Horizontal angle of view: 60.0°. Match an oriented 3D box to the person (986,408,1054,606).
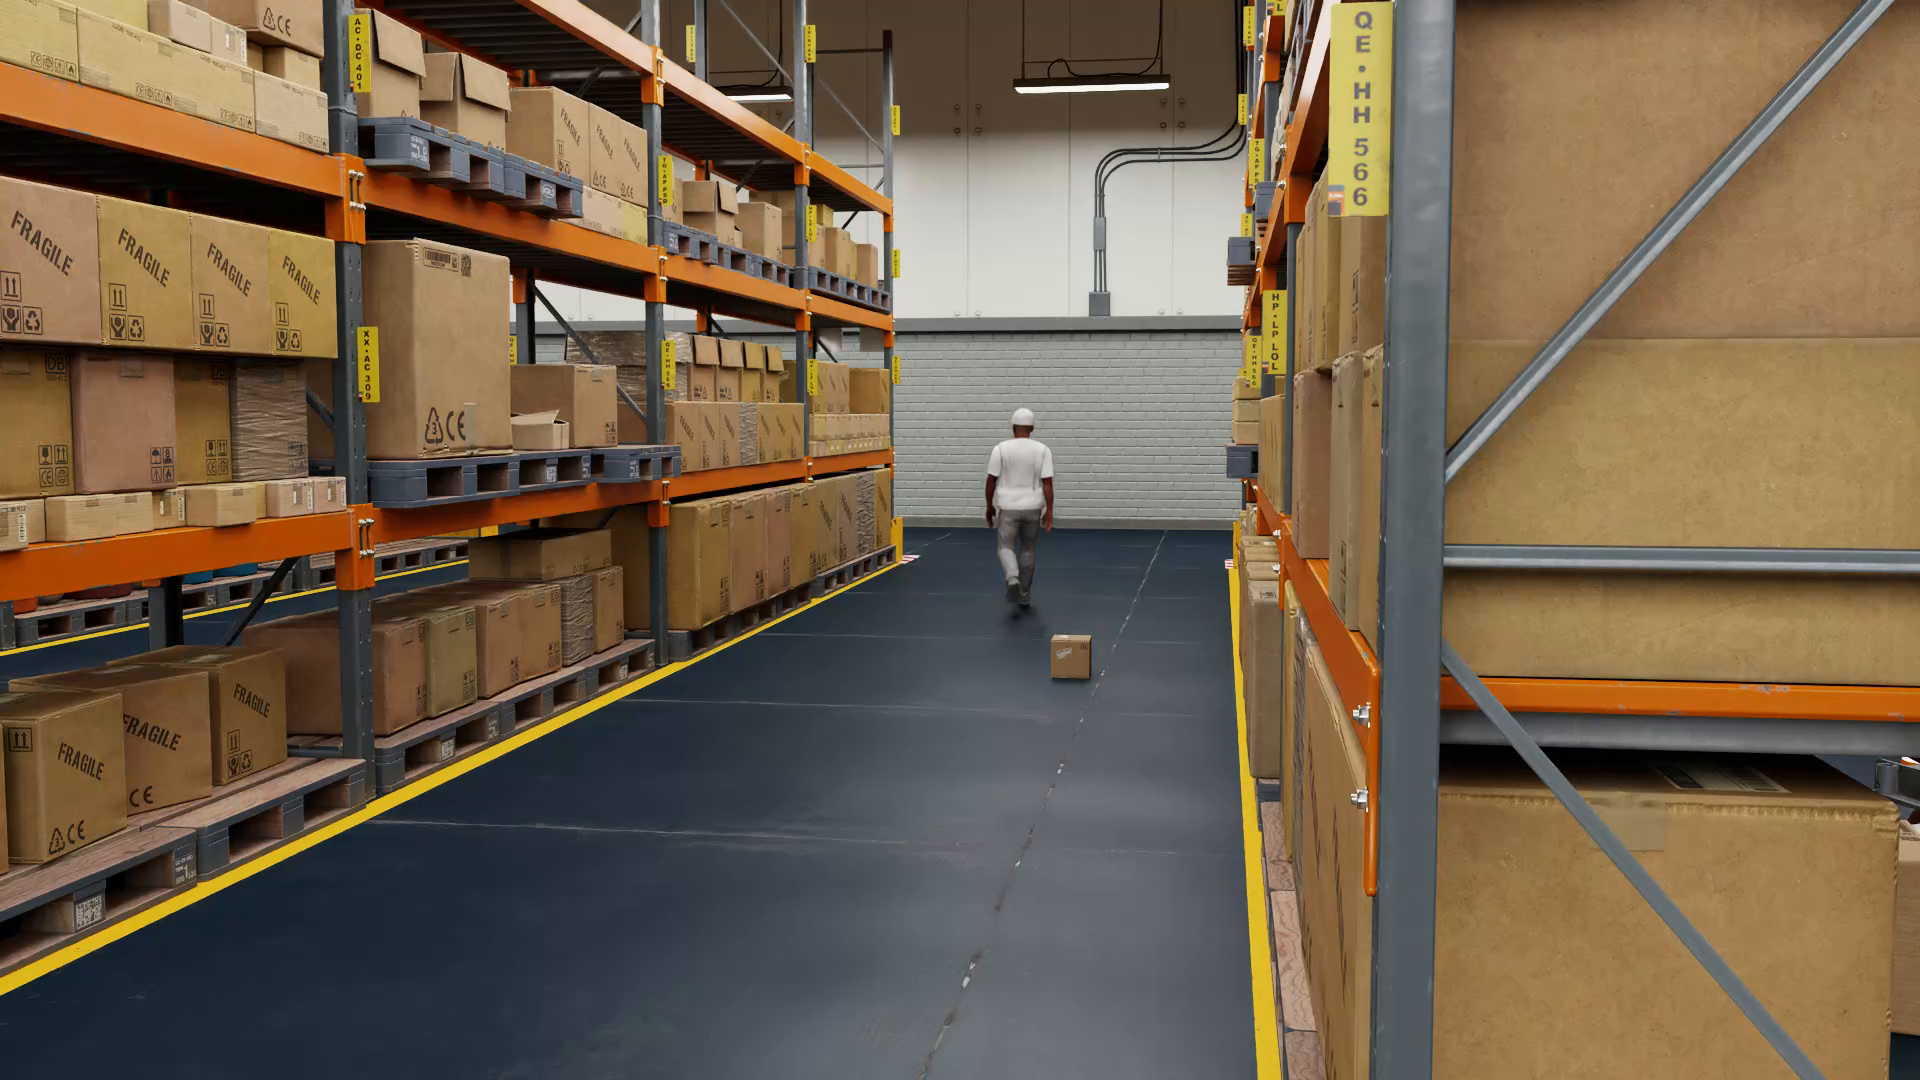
[{"bbox_3d":[0.517,-0.276,14.498,0.587,1.742,0.872,0,4,-4],"label":"person"}]
